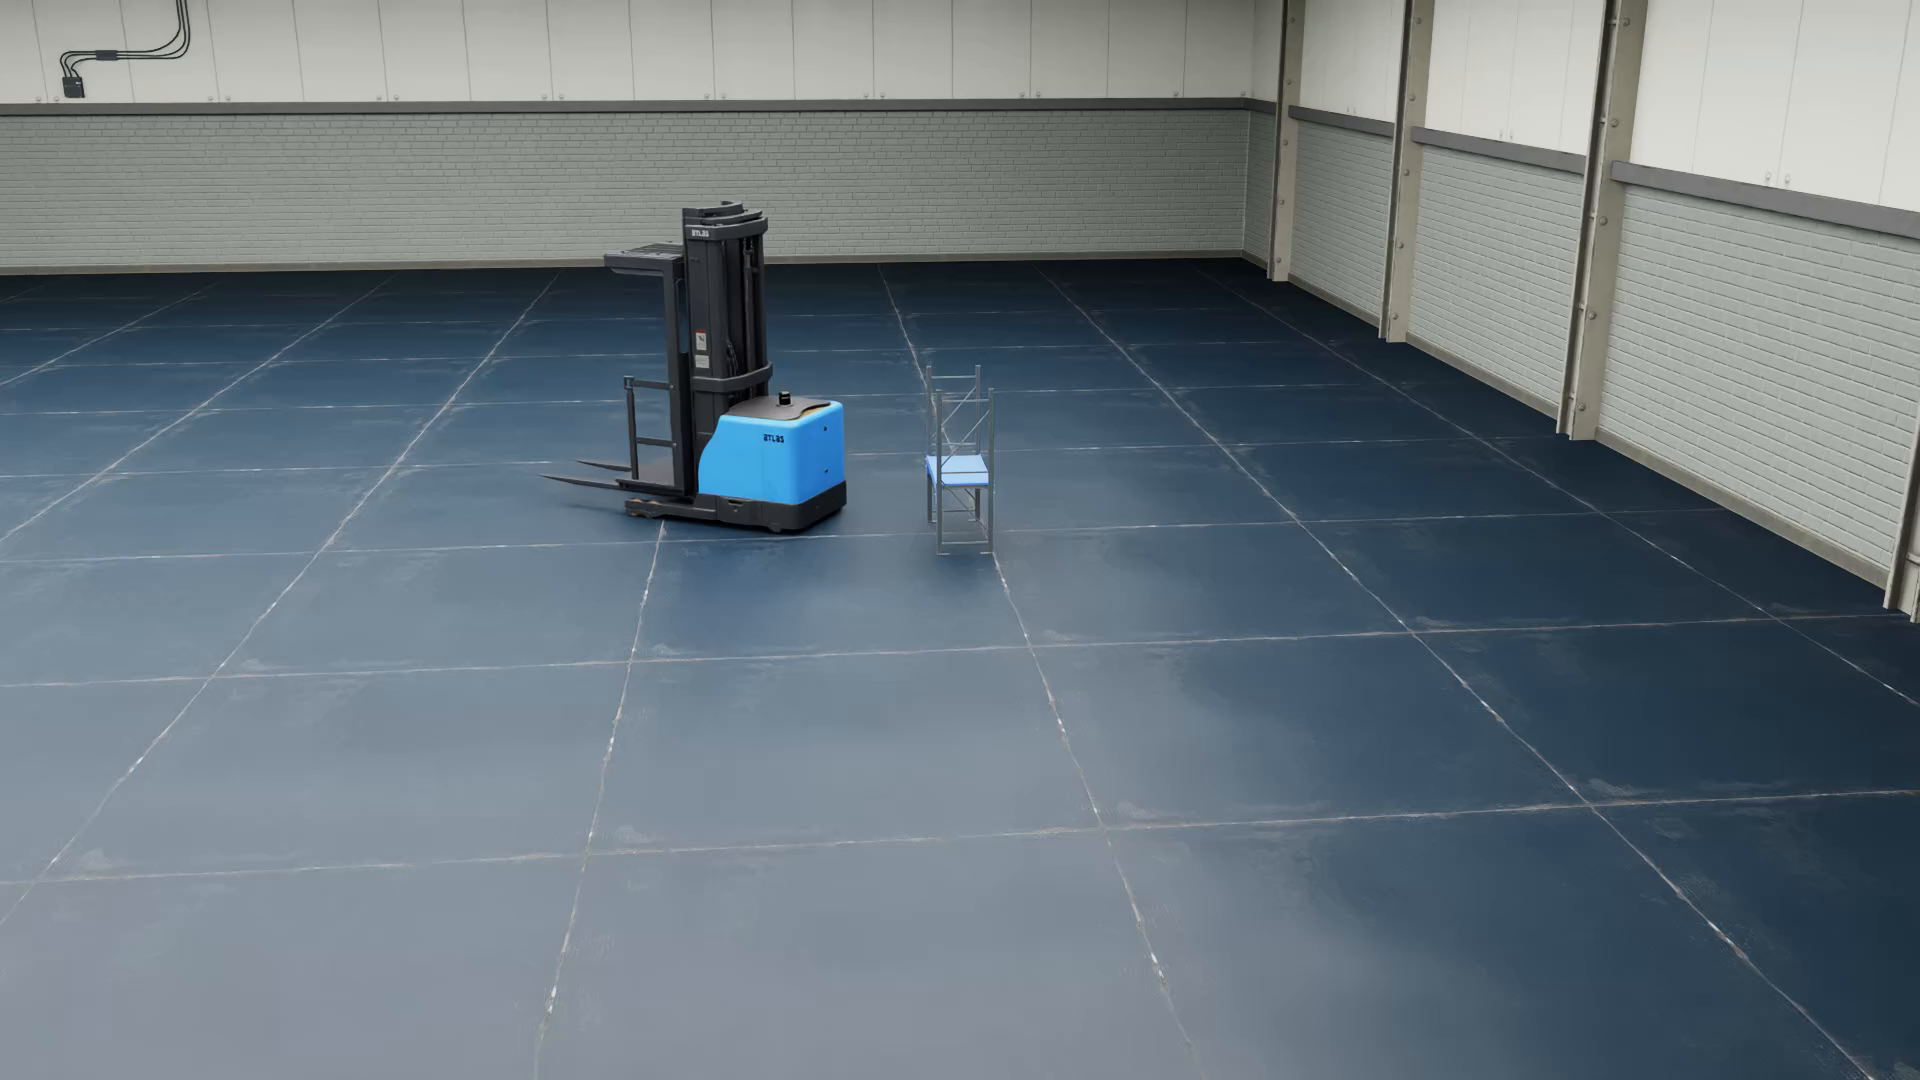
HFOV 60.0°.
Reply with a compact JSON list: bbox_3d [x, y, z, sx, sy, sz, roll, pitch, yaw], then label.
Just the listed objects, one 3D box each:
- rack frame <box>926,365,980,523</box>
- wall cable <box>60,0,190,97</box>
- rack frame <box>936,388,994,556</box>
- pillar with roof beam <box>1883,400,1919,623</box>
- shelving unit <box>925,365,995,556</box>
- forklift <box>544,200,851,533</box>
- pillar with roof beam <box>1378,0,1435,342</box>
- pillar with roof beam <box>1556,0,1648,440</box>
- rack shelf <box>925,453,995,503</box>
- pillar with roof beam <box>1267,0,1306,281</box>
[{"bbox_3d":[-0.061,-0.892,15.589,0.500,1.500,0.032,-2,18,-6],"label":"rack frame"},{"bbox_3d":[-15.051,-10.920,29.331,2.305,6.003,0.169,-2,18,-6],"label":"wall cable"},{"bbox_3d":[0.044,-0.590,14.624,0.500,1.500,0.032,-2,18,-6],"label":"rack frame"},{"bbox_3d":[3.400,-3.567,11.589,9.100,9.000,0.400,-2,18,-6],"label":"pillar with roof beam"},{"bbox_3d":[-0.009,-0.741,15.106,0.538,1.500,1.048,-2,18,-6],"label":"shelving unit"},{"bbox_3d":[-2.625,-1.735,15.882,3.031,2.935,1.130,7,19,23],"label":"forklift"},{"bbox_3d":[2.162,-7.142,22.977,9.100,9.000,0.400,-2,18,-6],"label":"pillar with roof beam"},{"bbox_3d":[2.781,-5.355,17.283,9.100,9.000,0.400,-2,18,-6],"label":"pillar with roof beam"},{"bbox_3d":[-0.009,-0.569,15.160,0.538,0.185,1.000,-2,18,-6],"label":"rack shelf"},{"bbox_3d":[1.543,-8.930,28.671,9.100,9.000,0.400,-2,18,-6],"label":"pillar with roof beam"}]
